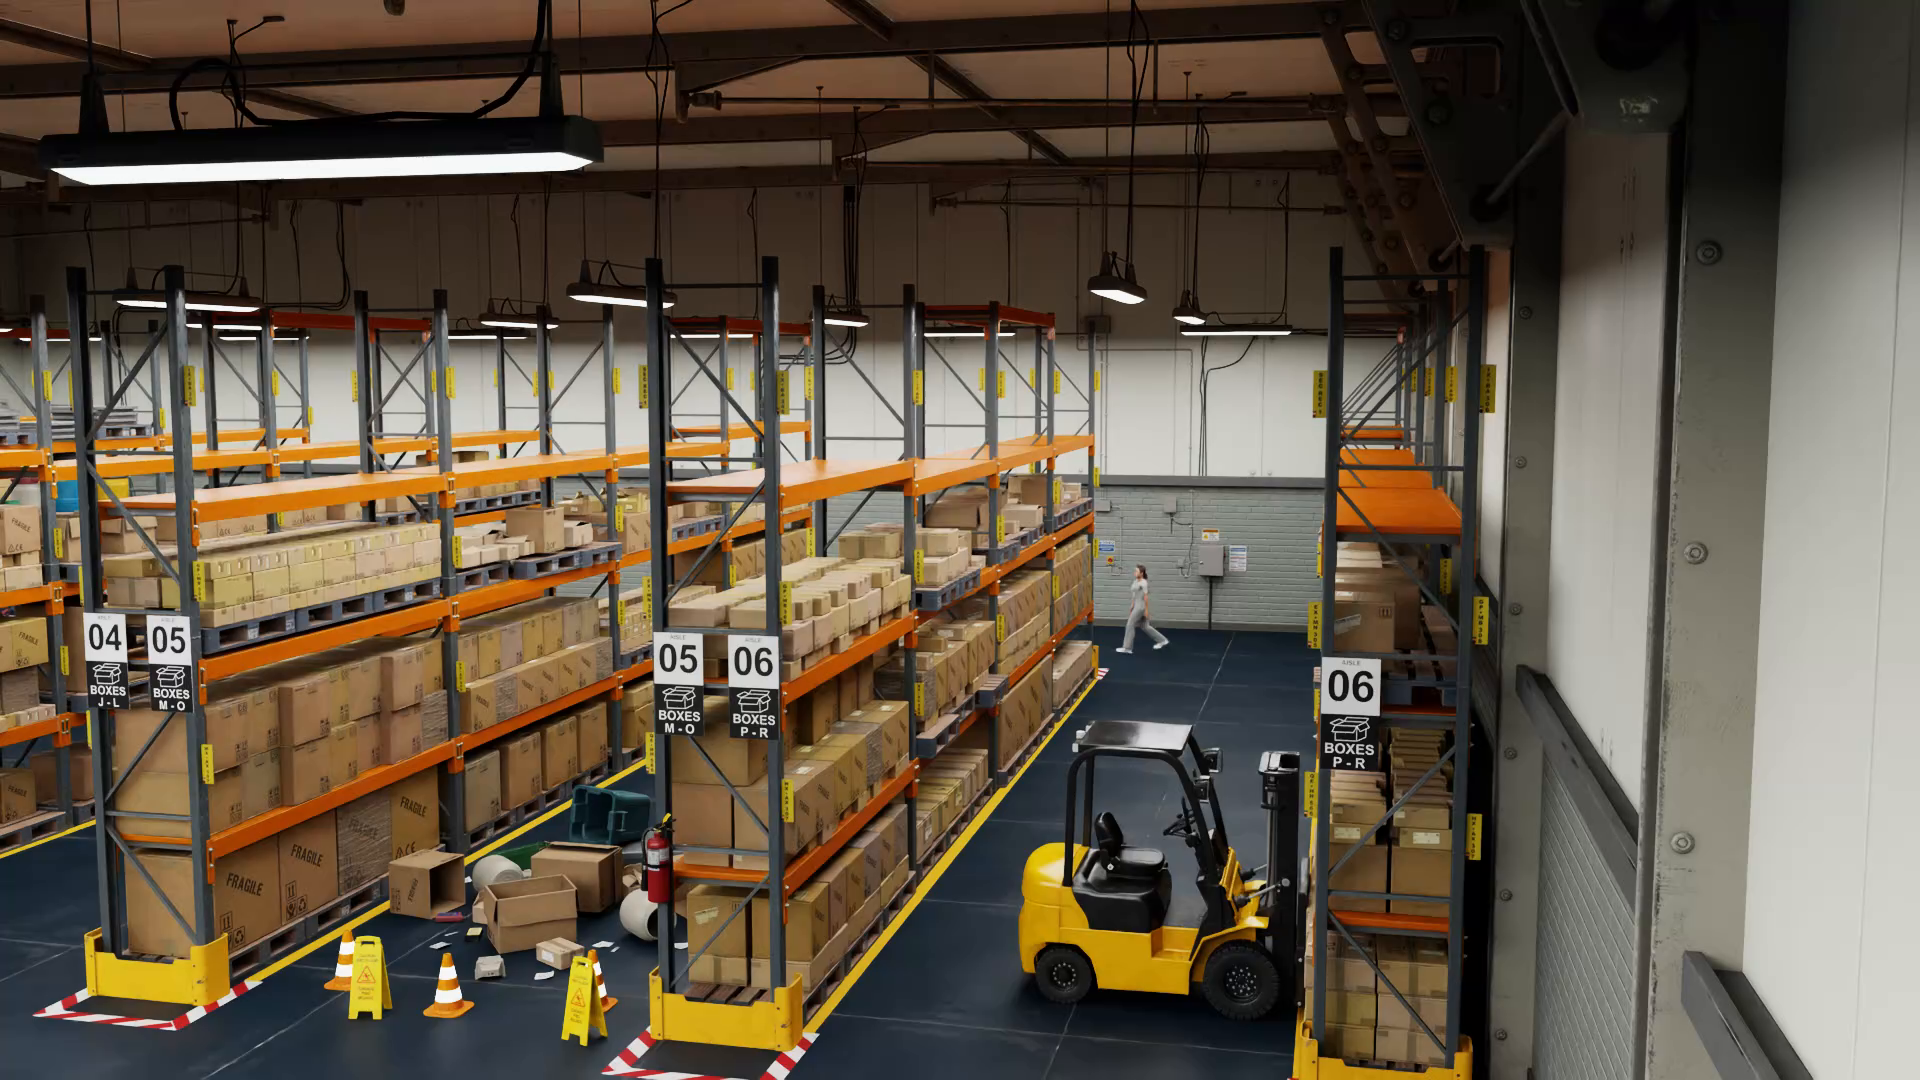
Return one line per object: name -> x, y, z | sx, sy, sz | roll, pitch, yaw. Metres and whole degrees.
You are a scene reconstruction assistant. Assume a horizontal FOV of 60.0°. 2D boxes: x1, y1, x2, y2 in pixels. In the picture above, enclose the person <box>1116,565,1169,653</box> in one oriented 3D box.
person -> 3.355, 1.262, 30.488 | 0.967, 1.634, 0.425 | 1, 6, 7
